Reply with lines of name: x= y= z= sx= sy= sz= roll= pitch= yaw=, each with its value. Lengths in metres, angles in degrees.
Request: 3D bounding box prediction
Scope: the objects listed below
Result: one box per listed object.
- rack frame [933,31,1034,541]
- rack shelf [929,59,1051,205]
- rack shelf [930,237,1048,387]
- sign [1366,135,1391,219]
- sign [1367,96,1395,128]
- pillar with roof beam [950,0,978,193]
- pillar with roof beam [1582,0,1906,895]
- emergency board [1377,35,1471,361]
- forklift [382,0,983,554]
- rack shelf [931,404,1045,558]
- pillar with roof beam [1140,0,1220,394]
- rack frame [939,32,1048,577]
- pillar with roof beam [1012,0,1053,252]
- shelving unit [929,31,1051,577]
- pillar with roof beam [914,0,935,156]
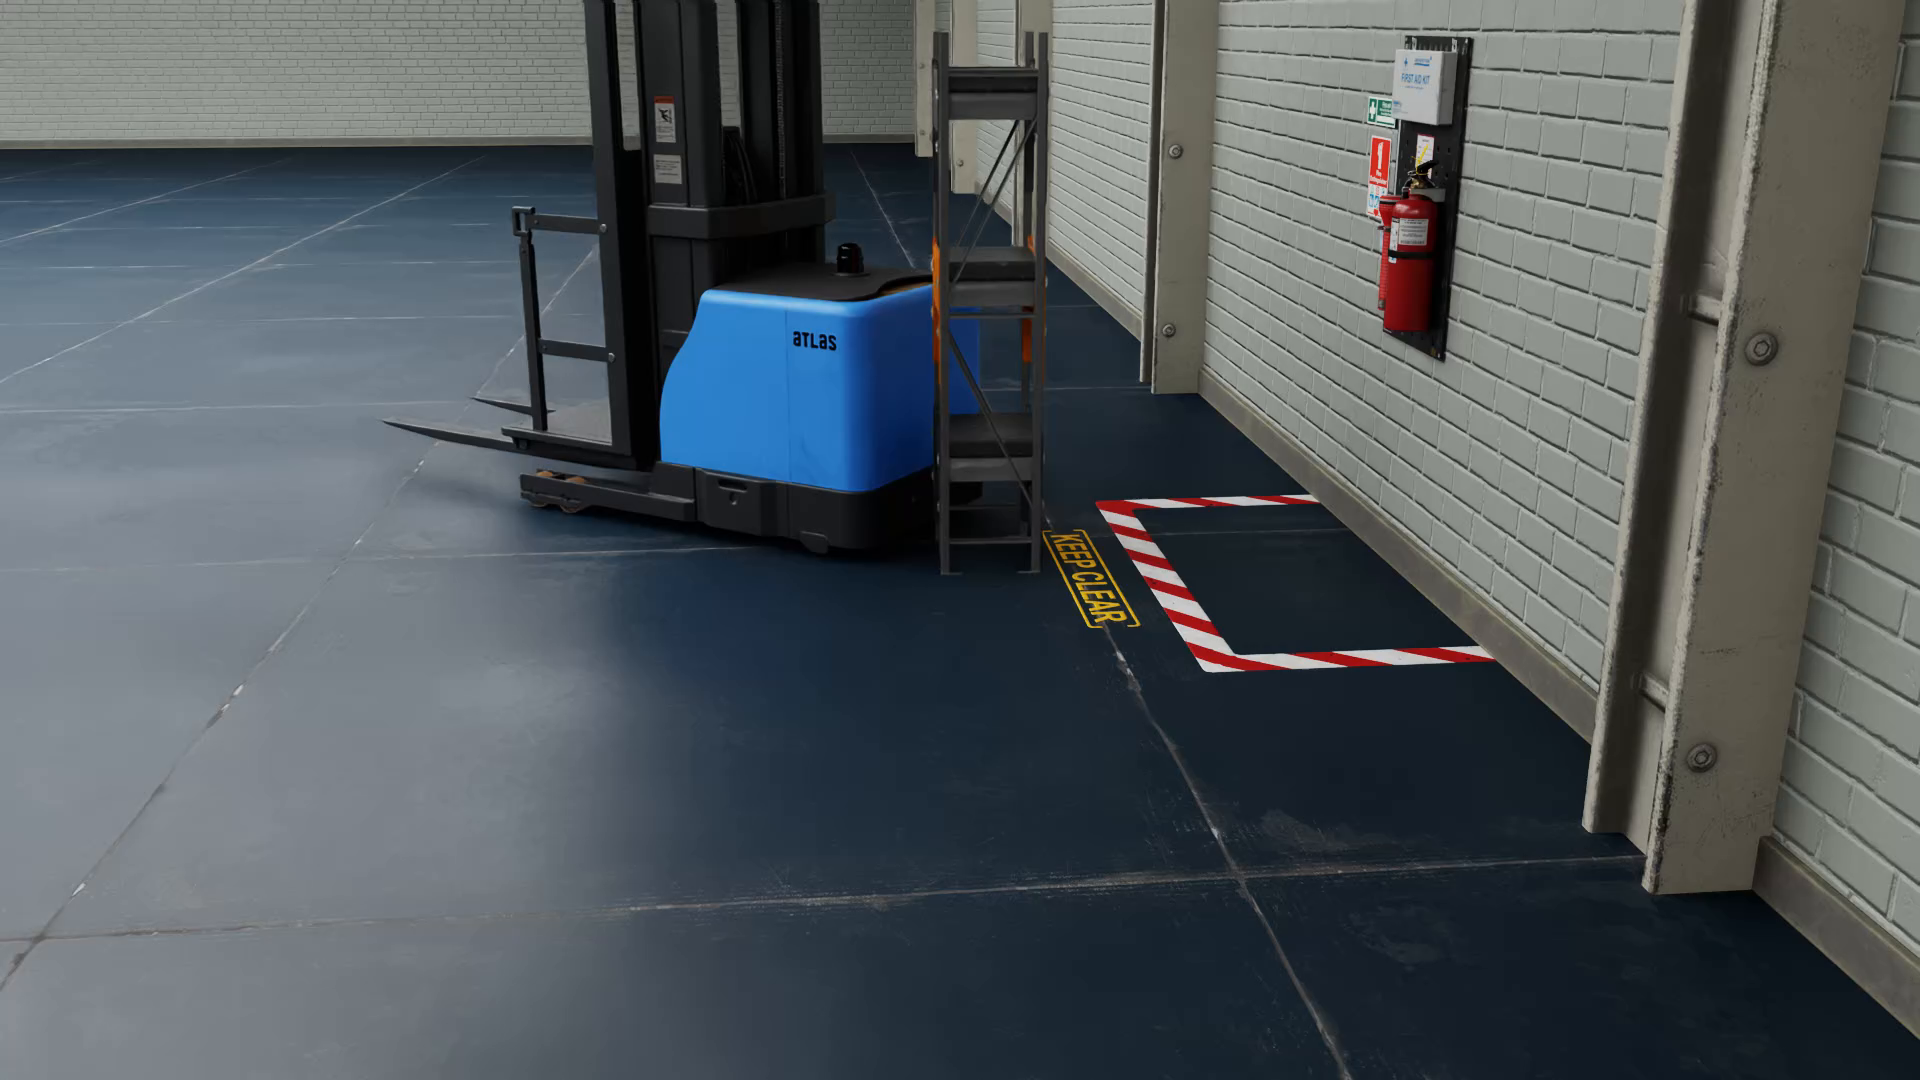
rack frame: x=0.093 y=-1.005 z=6.874 sx=0.400 sy=2.100 sz=0.015 roll=-1 pitch=17 yaw=-3
rack shelf: x=0.108 y=-1.587 z=6.436 sx=0.431 sy=0.518 sz=0.480 roll=-1 pitch=17 yaw=-3
rack shelf: x=0.108 y=-0.919 z=6.646 sx=0.431 sy=0.518 sz=0.480 roll=-1 pitch=17 yaw=-3
sign: x=1.739 y=-1.506 z=6.907 sx=0.001 sy=0.329 sz=0.234 roll=-2 pitch=18 yaw=-6
sign: x=1.730 y=-1.757 z=6.822 sx=0.001 sy=0.109 sz=0.331 roll=-2 pitch=18 yaw=-6
pillar with roof beam: x=-4.229 y=-8.676 z=19.788 sx=9.100 sy=9.000 sz=0.400 roll=-2 pitch=18 yaw=-6
pillar with roof beam: x=-2.372 y=-3.313 z=2.706 sx=9.100 sy=9.000 sz=0.400 roll=-2 pitch=18 yaw=-6
emergency board: x=1.693 y=-1.321 z=6.377 sx=0.194 sy=1.169 sz=0.643 roll=-2 pitch=18 yaw=-6
forklift: x=-1.430 y=-1.643 z=7.518 sx=3.031 sy=2.935 sz=1.130 roll=10 pitch=20 yaw=29
rack shelf: x=0.108 y=-0.252 z=6.855 sx=0.431 sy=0.518 sz=0.480 roll=-1 pitch=17 yaw=-3
pillar with roof beam: x=-2.991 y=-5.101 z=8.400 sx=9.100 sy=9.000 sz=0.400 roll=-2 pitch=18 yaw=-6
rack frame: x=0.123 y=-0.860 z=6.409 sx=0.400 sy=2.100 sz=0.015 roll=-1 pitch=17 yaw=-3
pillar with roof beam: x=-3.610 y=-6.888 z=14.094 sx=9.100 sy=9.000 sz=0.400 roll=-2 pitch=18 yaw=-6
shelving unit: x=0.108 y=-0.932 z=6.642 sx=0.431 sy=2.100 sz=0.503 roll=-1 pitch=17 yaw=-3
pillar with roof beam: x=-4.847 y=-10.463 z=25.482 sx=9.100 sy=9.000 sz=0.400 roll=-2 pitch=18 yaw=-6
